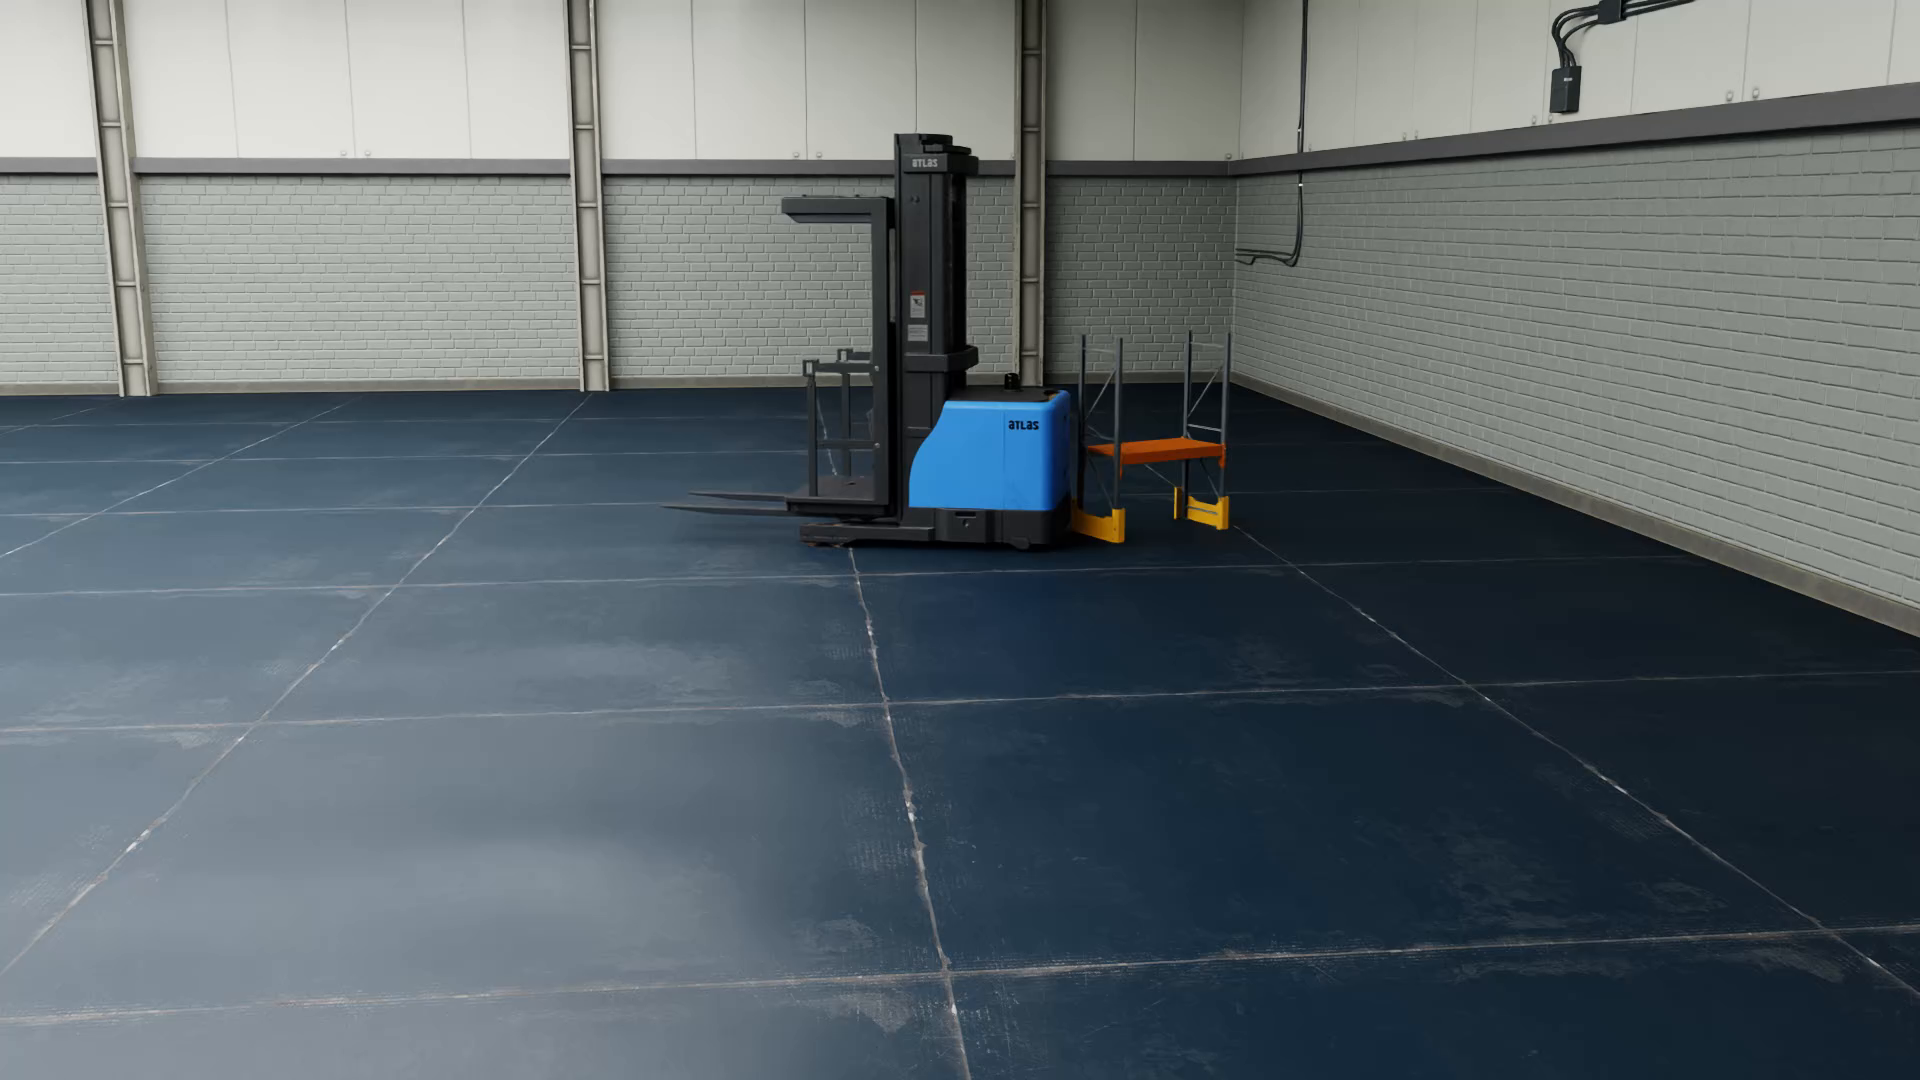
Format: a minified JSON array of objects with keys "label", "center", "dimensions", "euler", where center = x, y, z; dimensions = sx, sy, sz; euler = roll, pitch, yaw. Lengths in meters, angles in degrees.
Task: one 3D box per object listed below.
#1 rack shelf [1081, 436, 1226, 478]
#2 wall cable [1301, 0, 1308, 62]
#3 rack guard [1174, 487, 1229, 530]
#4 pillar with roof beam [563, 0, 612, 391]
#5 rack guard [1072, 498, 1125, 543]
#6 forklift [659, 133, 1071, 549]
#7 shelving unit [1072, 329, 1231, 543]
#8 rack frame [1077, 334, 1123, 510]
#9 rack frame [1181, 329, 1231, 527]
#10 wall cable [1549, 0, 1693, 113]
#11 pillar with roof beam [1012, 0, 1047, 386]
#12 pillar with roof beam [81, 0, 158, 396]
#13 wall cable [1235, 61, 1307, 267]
[{"label":"rack shelf","center":[1.468,-0.639,12.660],"dimensions":[1.000,0.185,0.538],"euler":[-7,13,-31]},{"label":"wall cable","center":[4.322,-6.849,18.833],"dimensions":[0.112,2.526,3.097],"euler":[-1,11,-6]},{"label":"rack guard","center":[1.885,-0.251,12.997],"dimensions":[0.087,0.250,0.587],"euler":[-7,13,-31]},{"label":"pillar with roof beam","center":[-4.542,-5.655,17.802],"dimensions":[0.400,9.000,9.100],"euler":[-1,11,-6]},{"label":"rack guard","center":[1.036,-0.151,12.486],"dimensions":[0.087,0.250,0.587],"euler":[-7,13,-31]},{"label":"forklift","center":[-0.718,-1.487,12.332],"dimensions":[3.031,2.935,1.130],"euler":[2,11,10]},{"label":"shelving unit","center":[1.460,-0.814,12.621],"dimensions":[1.083,1.500,0.587],"euler":[-7,13,-31]},{"label":"rack frame","center":[1.035,-0.764,12.365],"dimensions":[0.032,1.500,0.500],"euler":[-7,13,-31]},{"label":"rack frame","center":[1.901,-0.866,12.887],"dimensions":[0.032,1.500,0.500],"euler":[-7,13,-31]},{"label":"wall cable","center":[5.039,-6.261,12.070],"dimensions":[0.169,6.003,2.305],"euler":[-1,11,-6]},{"label":"pillar with roof beam","center":[1.423,-5.779,18.438],"dimensions":[0.400,9.000,9.100],"euler":[-1,11,-6]},{"label":"pillar with roof beam","center":[-10.507,-5.530,17.167],"dimensions":[0.400,9.000,9.100],"euler":[-1,11,-6]},{"label":"wall cable","center":[4.029,-4.889,21.959],"dimensions":[0.112,2.526,3.097],"euler":[-1,11,-6]}]
